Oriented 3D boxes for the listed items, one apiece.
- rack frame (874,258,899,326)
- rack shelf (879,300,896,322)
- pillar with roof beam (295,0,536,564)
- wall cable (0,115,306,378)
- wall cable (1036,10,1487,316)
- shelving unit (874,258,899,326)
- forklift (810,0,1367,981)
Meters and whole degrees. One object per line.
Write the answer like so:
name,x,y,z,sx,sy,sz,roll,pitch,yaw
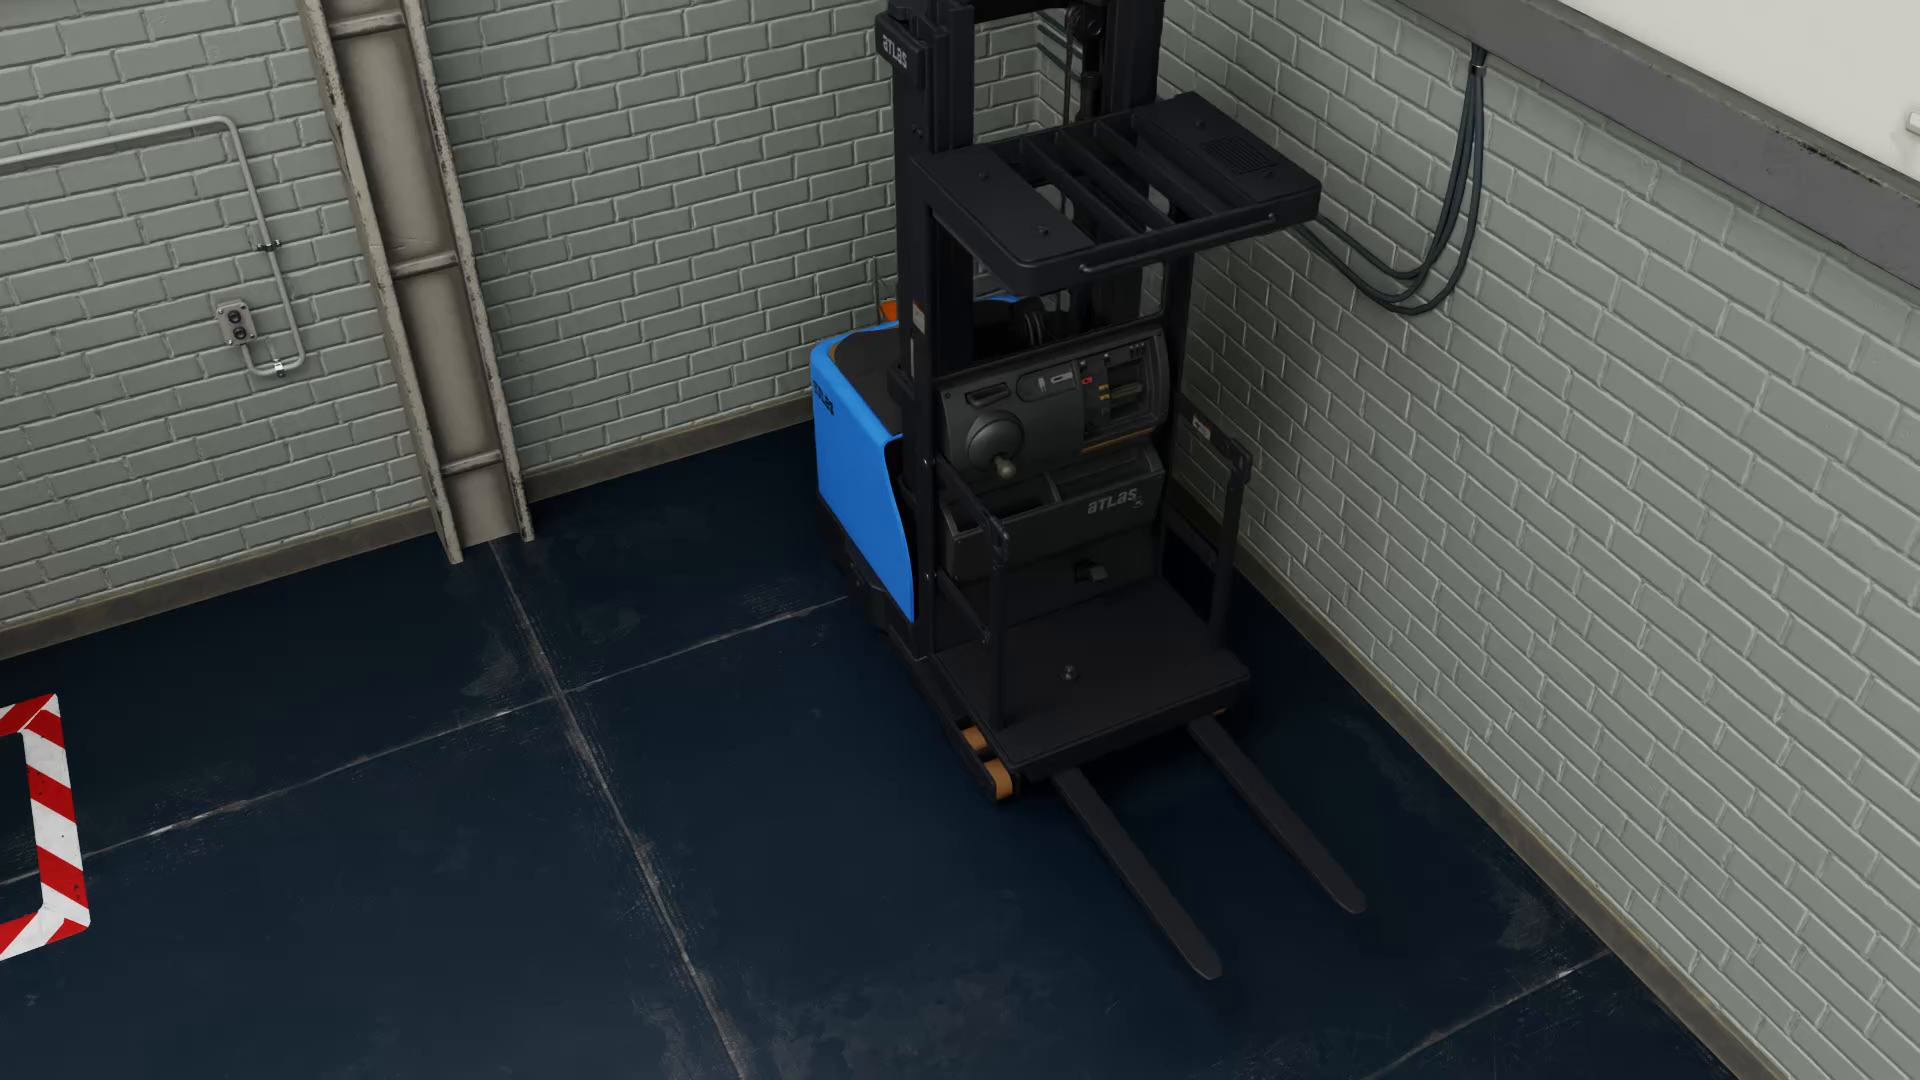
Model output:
rack frame,-0.321,-0.717,7.656,0.006,1.200,0.240,-18,43,-20
rack shelf,-0.241,-0.986,7.485,0.180,0.103,0.258,-18,43,-20
pillar with roof beam,-0.232,-1.003,1.958,0.400,9.000,9.100,-19,44,-21
wall cable,-3.517,-1.190,6.037,1.851,1.984,0.084,-19,44,-21
wall cable,0.966,-2.466,6.090,0.112,2.526,3.097,-19,44,-21
shelving unit,-0.240,-0.744,7.688,0.189,1.200,0.258,-18,43,-20
forklift,0.458,-0.427,5.974,1.130,2.935,3.031,-18,43,-20
